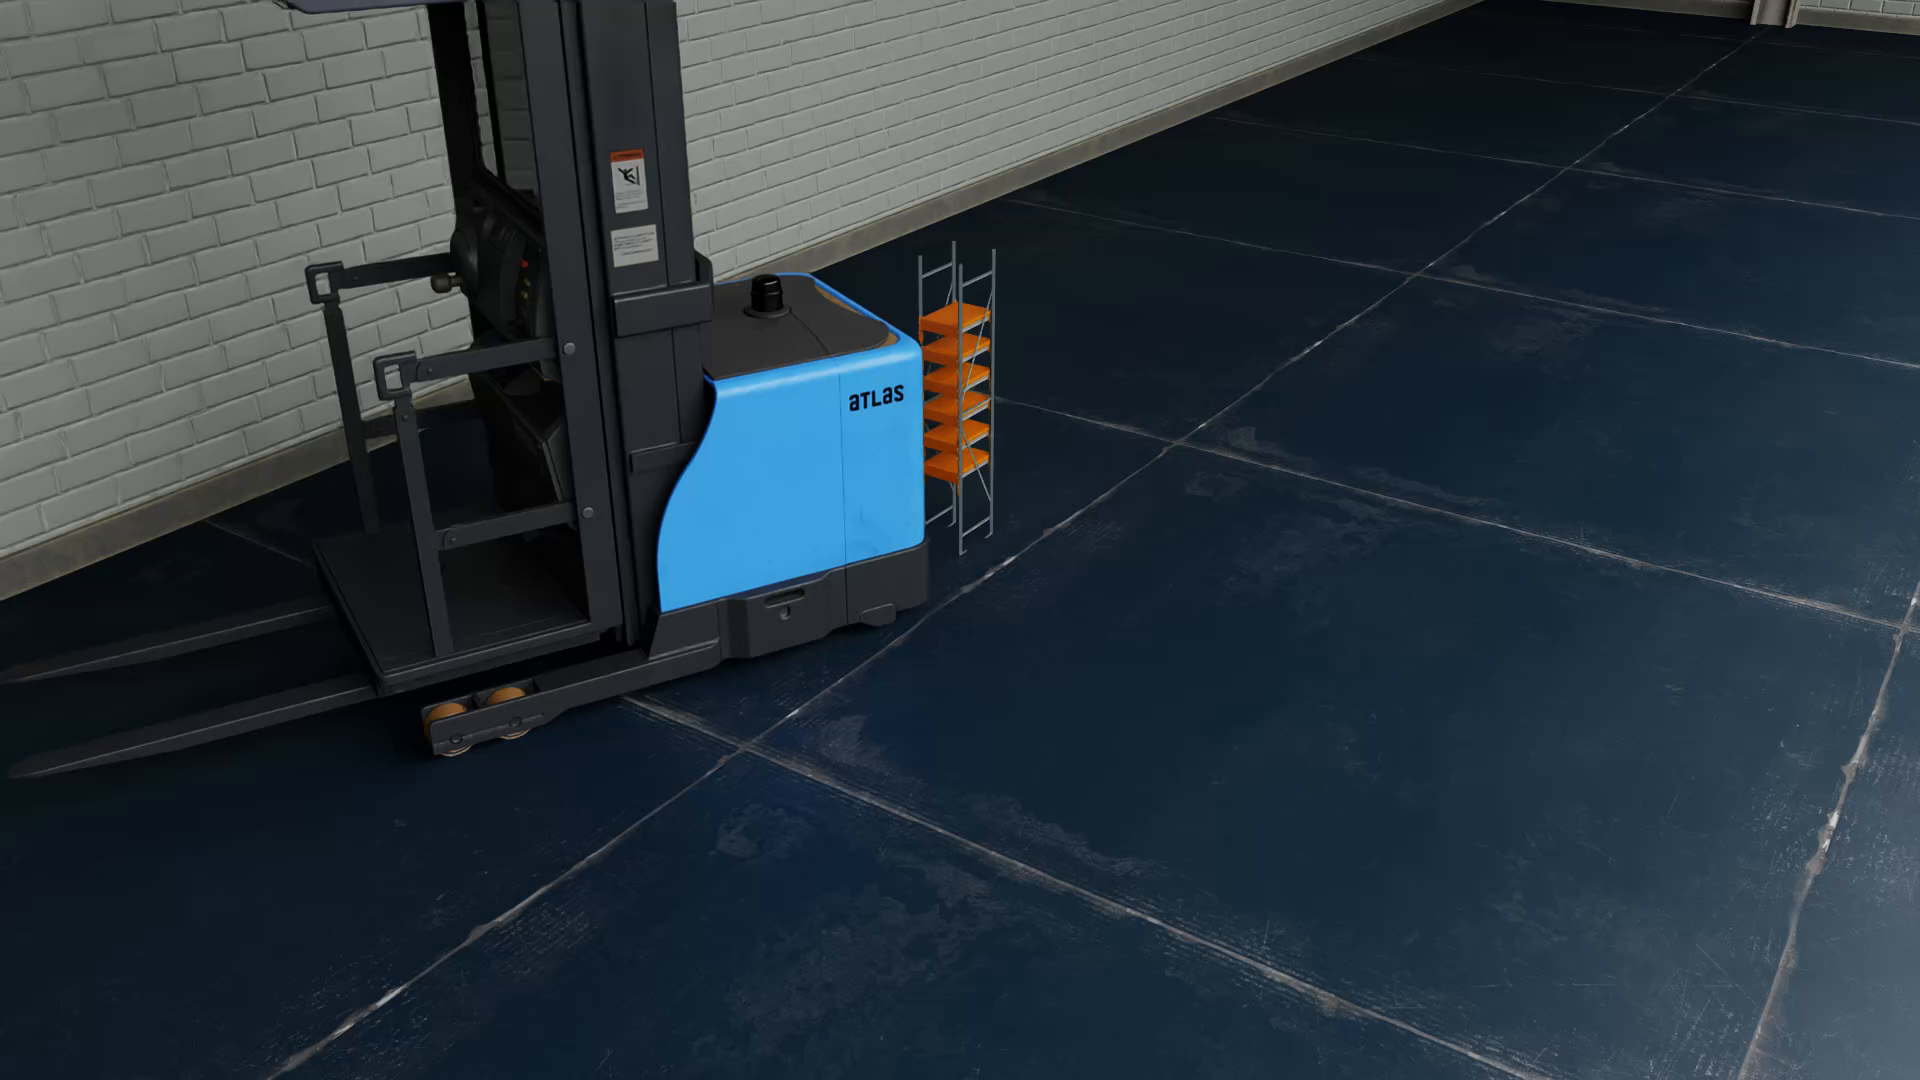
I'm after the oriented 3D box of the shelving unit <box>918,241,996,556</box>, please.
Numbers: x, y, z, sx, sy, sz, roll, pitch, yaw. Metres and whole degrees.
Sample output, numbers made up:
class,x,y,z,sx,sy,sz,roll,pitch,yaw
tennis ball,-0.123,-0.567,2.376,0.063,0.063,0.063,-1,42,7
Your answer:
class,x,y,z,sx,sy,sz,roll,pitch,yaw
shelving unit,-0.012,-0.538,6.485,0.189,1.200,0.258,17,32,30

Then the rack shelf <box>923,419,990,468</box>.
class,x,y,z,sx,sy,sz,roll,pitch,yaw
rack shelf,-0.012,-0.392,6.560,0.180,0.103,0.258,17,32,30

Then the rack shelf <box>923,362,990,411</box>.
class,x,y,z,sx,sy,sz,roll,pitch,yaw
rack shelf,-0.012,-0.606,6.451,0.180,0.103,0.258,17,32,30

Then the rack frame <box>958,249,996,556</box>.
class,x,y,z,sx,sy,sz,roll,pitch,yaw
rack frame,0.063,-0.515,6.439,0.006,1.200,0.240,17,32,30

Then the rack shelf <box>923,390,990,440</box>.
class,x,y,z,sx,sy,sz,roll,pitch,yaw
rack shelf,-0.012,-0.499,6.505,0.180,0.103,0.258,17,32,30

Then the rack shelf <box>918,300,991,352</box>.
class,x,y,z,sx,sy,sz,roll,pitch,yaw
rack shelf,-0.012,-0.820,6.342,0.180,0.103,0.258,17,32,30

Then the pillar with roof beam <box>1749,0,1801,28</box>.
class,x,y,z,sx,sy,sz,roll,pitch,yaw
pillar with roof beam,6.023,-7.774,12.104,0.400,9.000,9.100,17,32,30

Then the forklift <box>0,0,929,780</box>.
class,x,y,z,sx,sy,sz,roll,pitch,yaw
forklift,-1.650,-0.882,5.251,3.031,2.935,1.130,-15,30,-26

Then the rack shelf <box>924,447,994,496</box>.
class,x,y,z,sx,sy,sz,roll,pitch,yaw
rack shelf,-0.012,-0.285,6.614,0.180,0.103,0.258,17,32,30

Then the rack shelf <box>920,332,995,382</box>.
class,x,y,z,sx,sy,sz,roll,pitch,yaw
rack shelf,-0.012,-0.713,6.396,0.180,0.103,0.258,17,32,30

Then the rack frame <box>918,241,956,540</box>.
class,x,y,z,sx,sy,sz,roll,pitch,yaw
rack frame,-0.087,-0.562,6.531,0.006,1.200,0.240,17,32,30
